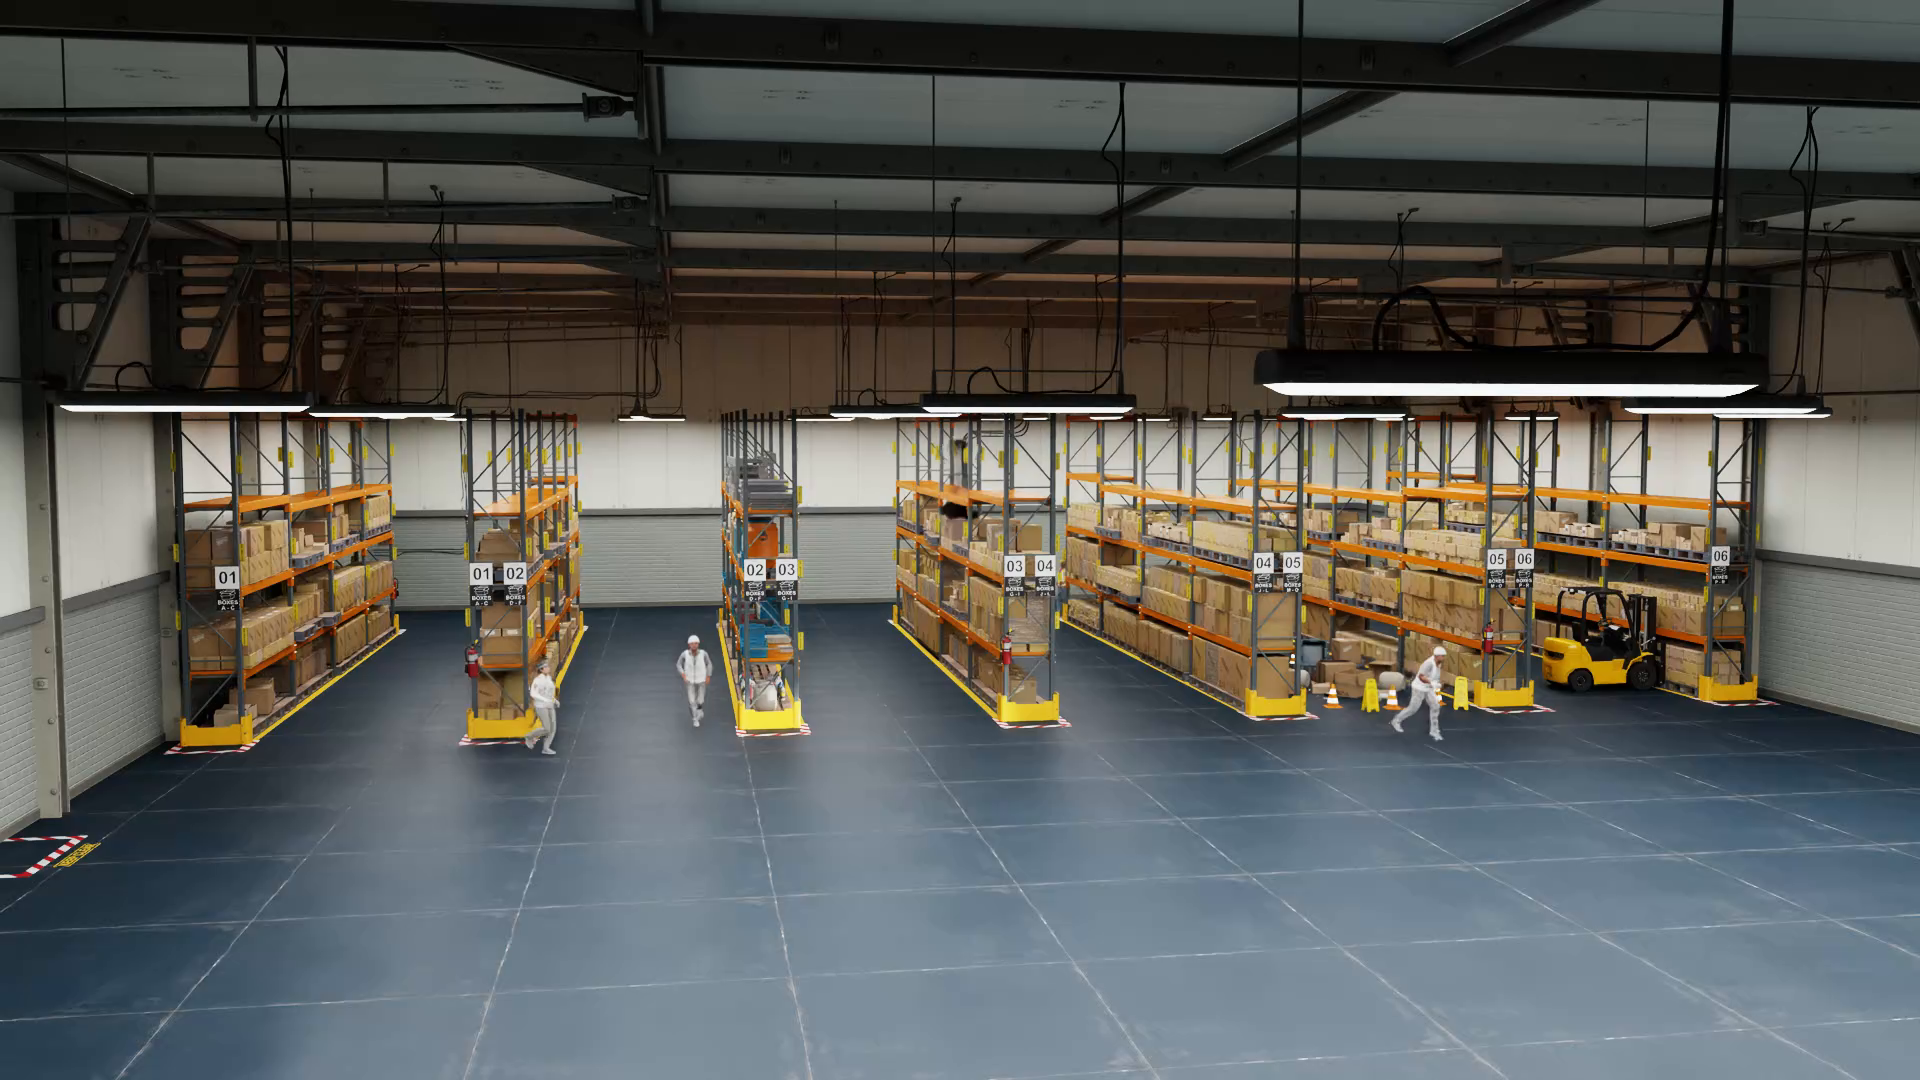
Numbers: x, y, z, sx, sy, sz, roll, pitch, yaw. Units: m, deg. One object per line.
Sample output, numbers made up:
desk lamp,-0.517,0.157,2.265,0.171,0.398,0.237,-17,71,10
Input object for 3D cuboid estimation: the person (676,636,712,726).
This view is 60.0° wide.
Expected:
person,-5.057,2.674,31.655,0.681,1.740,0.607,-1,4,-10

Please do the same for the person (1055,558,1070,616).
person,3.115,1.389,49.595,0.849,1.738,0.732,-3,5,-35

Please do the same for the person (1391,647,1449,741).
person,8.389,2.780,30.357,1.053,1.730,0.728,3,5,34

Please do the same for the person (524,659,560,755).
person,-7.233,2.884,28.820,0.611,1.654,0.609,1,4,18
